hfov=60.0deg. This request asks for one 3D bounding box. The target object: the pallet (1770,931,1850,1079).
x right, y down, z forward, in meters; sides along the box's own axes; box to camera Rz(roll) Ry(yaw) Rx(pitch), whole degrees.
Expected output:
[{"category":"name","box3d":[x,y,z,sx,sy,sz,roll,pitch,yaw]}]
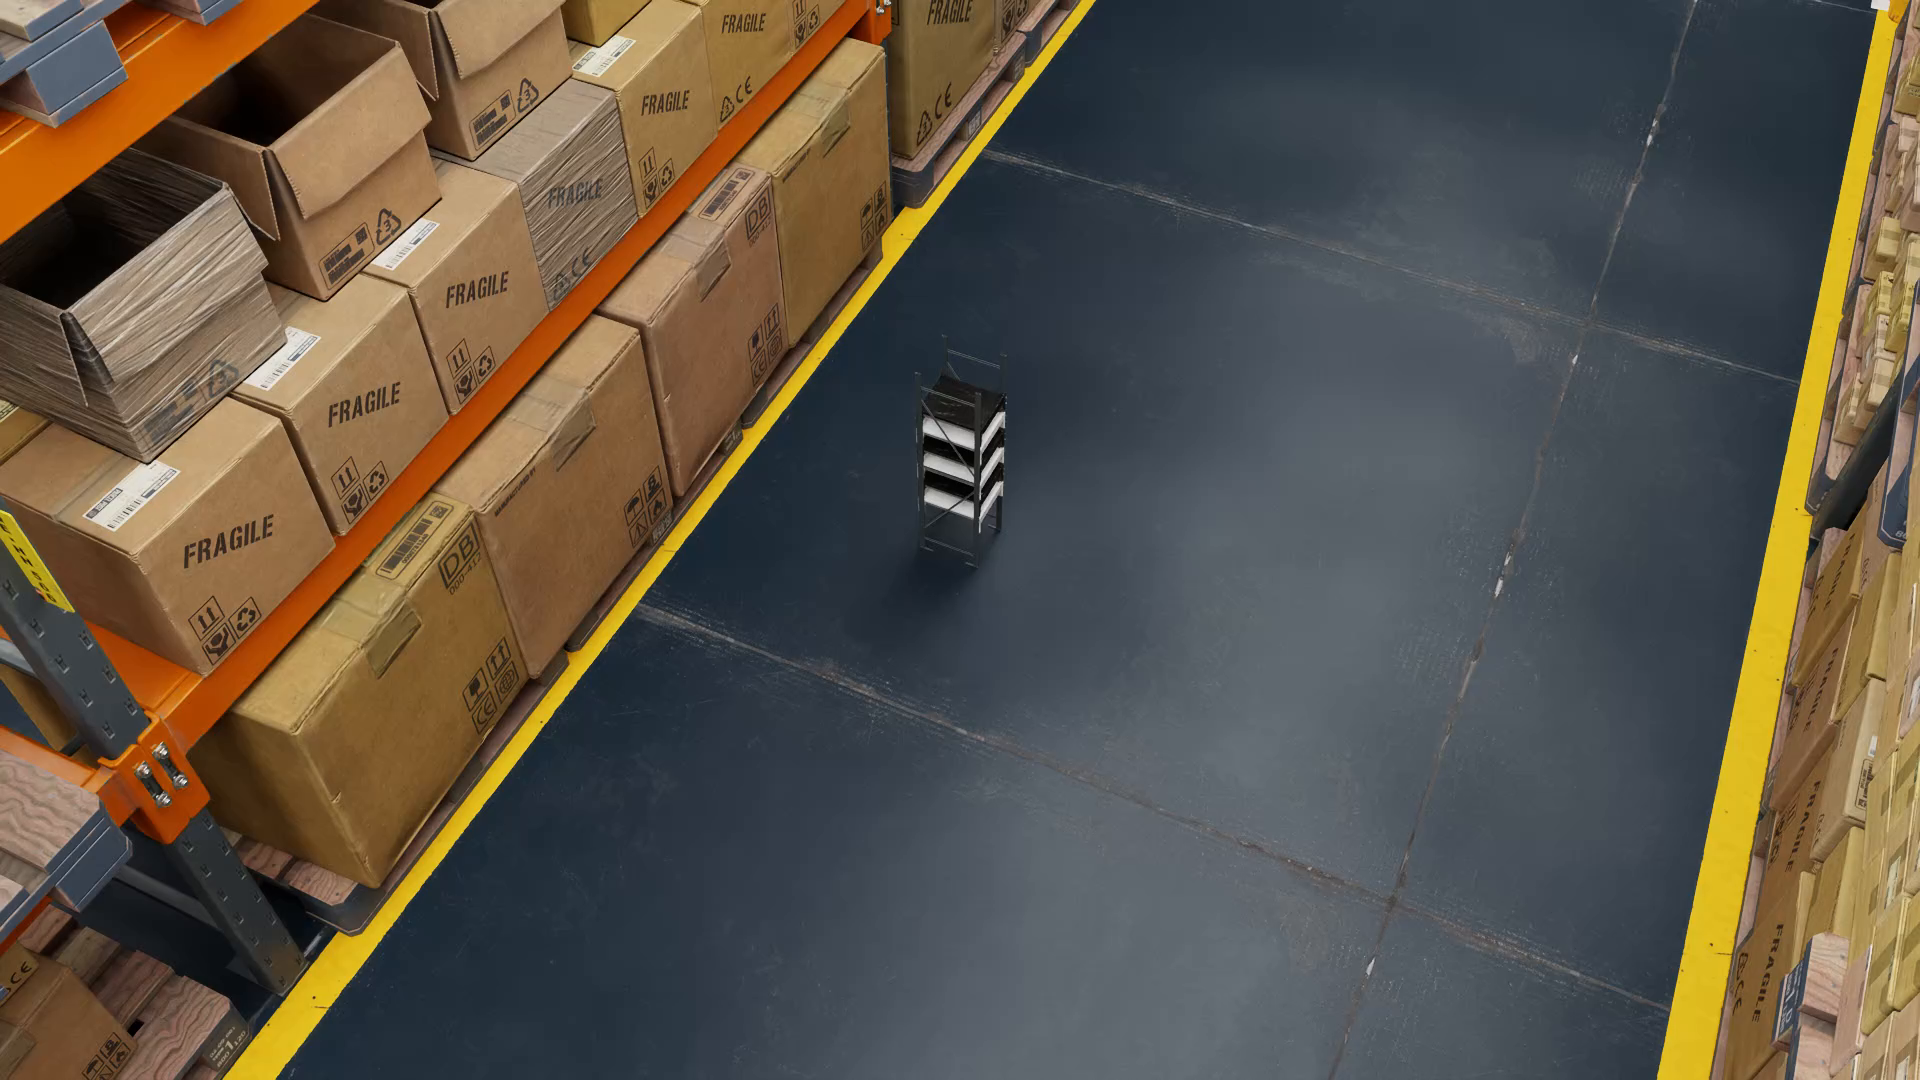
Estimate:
[{"category":"pallet","box3d":[2.167,1.438,3.182,1.213,0.211,1.003,20,52,16]}]

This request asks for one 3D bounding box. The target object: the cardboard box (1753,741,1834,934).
[{"category":"cardboard box","box3d":[2.676,0.974,4.817,0.500,0.500,0.500,21,53,17]}]

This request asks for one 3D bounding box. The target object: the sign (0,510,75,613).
[{"category":"sign","box3d":[-1.988,0.039,3.539,0.100,0.325,0.005,20,52,16]}]

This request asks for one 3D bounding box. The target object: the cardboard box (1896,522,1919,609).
[{"category":"cardboard box","box3d":[2.531,0.115,4.072,0.380,0.149,0.250,19,52,15]}]

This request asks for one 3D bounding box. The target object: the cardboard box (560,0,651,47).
[{"category":"cardboard box","box3d":[-1.343,-1.982,5.243,0.797,0.503,0.637,20,53,16]}]

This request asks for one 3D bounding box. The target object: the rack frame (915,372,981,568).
[{"category":"rack frame","box3d":[-0.040,-0.227,5.852,0.240,0.900,0.006,20,52,16]}]

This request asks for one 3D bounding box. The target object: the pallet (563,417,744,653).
[{"category":"pallet","box3d":[-1.555,-0.234,6.310,1.003,0.211,1.213,20,52,16]}]

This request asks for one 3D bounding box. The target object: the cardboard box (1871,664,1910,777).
[{"category":"cardboard box","box3d":[2.307,0.476,3.765,0.380,0.149,0.250,21,53,17]}]

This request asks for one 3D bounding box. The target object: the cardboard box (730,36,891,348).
[{"category":"cardboard box","box3d":[-1.029,-1.537,6.707,1.225,0.875,0.875,20,52,16]}]

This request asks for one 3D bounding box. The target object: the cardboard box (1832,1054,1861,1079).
[{"category":"cardboard box","box3d":[1.862,1.187,3.159,0.380,0.149,0.250,20,52,16]}]

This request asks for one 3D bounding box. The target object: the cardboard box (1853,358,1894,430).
[{"category":"cardboard box","box3d":[3.515,-0.482,6.091,0.380,0.149,0.250,21,53,17]}]

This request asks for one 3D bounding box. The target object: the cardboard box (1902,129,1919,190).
[{"category":"cardboard box","box3d":[4.075,-1.510,6.770,0.380,0.149,0.250,18,52,15]}]

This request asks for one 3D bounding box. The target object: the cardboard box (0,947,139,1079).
[{"category":"cardboard box","box3d":[-2.751,1.354,4.481,0.700,0.500,0.500,17,52,14]}]

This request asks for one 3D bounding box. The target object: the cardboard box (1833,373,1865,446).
[{"category":"cardboard box","box3d":[3.527,-0.446,6.256,0.380,0.149,0.250,20,53,17]}]

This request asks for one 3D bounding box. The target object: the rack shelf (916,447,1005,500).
[{"category":"rack shelf","box3d":[0.003,-0.276,5.937,0.258,0.077,0.200,20,52,16]}]

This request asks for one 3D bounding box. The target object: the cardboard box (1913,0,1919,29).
[{"category":"cardboard box","box3d":[4.863,-2.563,8.057,0.380,0.149,0.250,21,53,17]}]

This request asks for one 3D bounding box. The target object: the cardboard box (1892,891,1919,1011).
[{"category":"cardboard box","box3d":[1.975,0.815,3.086,0.380,0.149,0.250,21,53,17]}]

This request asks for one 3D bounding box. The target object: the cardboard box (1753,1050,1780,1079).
[{"category":"cardboard box","box3d":[2.229,1.681,4.216,0.500,0.500,0.500,22,53,18]}]

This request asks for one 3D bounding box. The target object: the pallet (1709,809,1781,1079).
[{"category":"pallet","box3d":[2.817,1.431,4.894,1.003,0.211,1.213,20,52,16]}]

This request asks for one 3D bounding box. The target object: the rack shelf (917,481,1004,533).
[{"category":"rack shelf","box3d":[0.003,-0.159,6.075,0.258,0.077,0.200,20,52,16]}]

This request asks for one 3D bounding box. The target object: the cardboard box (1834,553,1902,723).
[{"category":"cardboard box","box3d":[2.888,0.369,4.840,0.500,0.250,0.500,21,53,17]}]

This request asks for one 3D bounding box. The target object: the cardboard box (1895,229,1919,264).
[{"category":"cardboard box","box3d":[4.005,-1.185,6.690,0.380,0.149,0.250,21,53,17]}]

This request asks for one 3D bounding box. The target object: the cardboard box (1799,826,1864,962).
[{"category":"cardboard box","box3d":[2.451,1.080,4.235,0.500,0.250,0.500,21,53,17]}]

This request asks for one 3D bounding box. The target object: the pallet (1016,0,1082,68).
[{"category":"pallet","box3d":[0.142,-2.974,8.642,1.003,0.211,1.213,20,52,16]}]

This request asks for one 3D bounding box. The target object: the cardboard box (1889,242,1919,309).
[{"category":"cardboard box","box3d":[3.758,-0.950,6.294,0.380,0.149,0.250,19,52,16]}]

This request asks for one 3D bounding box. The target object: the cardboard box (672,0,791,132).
[{"category":"cardboard box","box3d":[-0.944,-1.819,5.763,0.500,0.500,0.500,21,53,17]}]

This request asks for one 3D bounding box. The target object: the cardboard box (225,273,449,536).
[{"category":"cardboard box","box3d":[-1.811,-0.416,4.569,0.500,0.500,0.500,19,52,15]}]

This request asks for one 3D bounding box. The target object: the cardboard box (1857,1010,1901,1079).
[{"category":"cardboard box","box3d":[1.871,1.078,3.057,0.380,0.149,0.250,22,53,17]}]

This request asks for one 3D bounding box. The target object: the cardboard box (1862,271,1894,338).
[{"category":"cardboard box","box3d":[3.718,-0.862,6.415,0.380,0.149,0.250,18,52,15]}]

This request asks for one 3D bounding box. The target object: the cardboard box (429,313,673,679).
[{"category":"cardboard box","box3d":[-1.781,-0.309,5.663,1.225,0.875,0.875,20,52,16]}]

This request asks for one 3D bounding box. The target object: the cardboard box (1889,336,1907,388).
[{"category":"cardboard box","box3d":[3.584,-0.588,5.986,0.380,0.149,0.250,21,53,17]}]

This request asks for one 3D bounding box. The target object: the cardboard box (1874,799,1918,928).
[{"category":"cardboard box","box3d":[2.088,0.724,3.359,0.380,0.149,0.250,20,52,16]}]

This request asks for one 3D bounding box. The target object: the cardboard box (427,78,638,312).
[{"category":"cardboard box","box3d":[-1.379,-1.114,5.163,0.500,0.500,0.500,20,52,16]}]

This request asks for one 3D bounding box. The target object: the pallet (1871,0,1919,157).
[{"category":"pallet","box3d":[4.965,-2.103,7.901,1.003,0.211,1.213,20,52,16]}]

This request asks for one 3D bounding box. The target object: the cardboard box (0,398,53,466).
[{"category":"cardboard box","box3d":[-2.496,-0.235,4.414,0.500,0.500,0.500,21,53,17]}]

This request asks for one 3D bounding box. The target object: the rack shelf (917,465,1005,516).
[{"category":"rack shelf","box3d":[0.003,-0.217,6.006,0.258,0.077,0.200,20,52,16]}]

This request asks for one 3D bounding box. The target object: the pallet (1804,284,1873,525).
[{"category":"pallet","box3d":[3.923,-0.423,6.471,1.003,0.211,1.213,20,52,16]}]

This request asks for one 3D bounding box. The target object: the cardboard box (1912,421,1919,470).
[{"category":"cardboard box","box3d":[2.752,-0.250,4.382,0.380,0.149,0.250,20,53,16]}]

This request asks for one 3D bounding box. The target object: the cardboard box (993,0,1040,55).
[{"category":"cardboard box","box3d":[-0.035,-3.032,7.980,0.875,0.875,0.875,20,52,16]}]

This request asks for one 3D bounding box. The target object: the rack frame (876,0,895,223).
[{"category":"rack frame","box3d":[-0.774,-2.536,6.439,1.000,3.000,0.127,20,52,16]}]

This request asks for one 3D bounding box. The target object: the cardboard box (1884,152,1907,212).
[{"category":"cardboard box","box3d":[4.215,-1.493,7.147,0.380,0.149,0.250,20,52,16]}]

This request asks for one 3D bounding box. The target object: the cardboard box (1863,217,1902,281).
[{"category":"cardboard box","box3d":[3.969,-1.159,6.862,0.380,0.149,0.250,20,52,16]}]

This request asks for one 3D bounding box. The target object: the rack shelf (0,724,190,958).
[{"category":"rack shelf","box3d":[-3.337,1.829,3.197,1.077,0.370,4.000,20,52,16]}]

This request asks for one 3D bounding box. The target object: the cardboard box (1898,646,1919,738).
[{"category":"cardboard box","box3d":[2.307,0.373,3.657,0.380,0.149,0.250,21,53,17]}]

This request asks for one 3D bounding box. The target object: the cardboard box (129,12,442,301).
[{"category":"cardboard box","box3d":[-1.875,-1.085,4.480,0.797,0.503,0.637,21,53,17]}]

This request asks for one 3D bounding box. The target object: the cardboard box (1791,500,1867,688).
[{"category":"cardboard box","box3d":[3.112,0.244,5.439,0.500,0.500,0.500,22,53,17]}]

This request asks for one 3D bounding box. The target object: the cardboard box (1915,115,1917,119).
[{"category":"cardboard box","box3d":[4.495,-1.836,7.439,0.380,0.149,0.250,20,52,16]}]

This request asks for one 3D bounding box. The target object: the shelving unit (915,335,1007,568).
[{"category":"shelving unit","box3d":[0.003,-0.297,5.912,0.258,0.900,0.210,20,52,16]}]

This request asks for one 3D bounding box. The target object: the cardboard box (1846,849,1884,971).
[{"category":"cardboard box","box3d":[2.081,0.840,3.455,0.380,0.149,0.250,19,52,16]}]

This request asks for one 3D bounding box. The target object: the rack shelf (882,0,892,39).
[{"category":"rack shelf","box3d":[0.081,-3.680,7.884,1.077,0.370,4.000,20,52,16]}]

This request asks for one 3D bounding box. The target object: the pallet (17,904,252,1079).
[{"category":"pallet","box3d":[-2.818,1.659,4.699,1.003,0.211,1.213,20,52,16]}]
